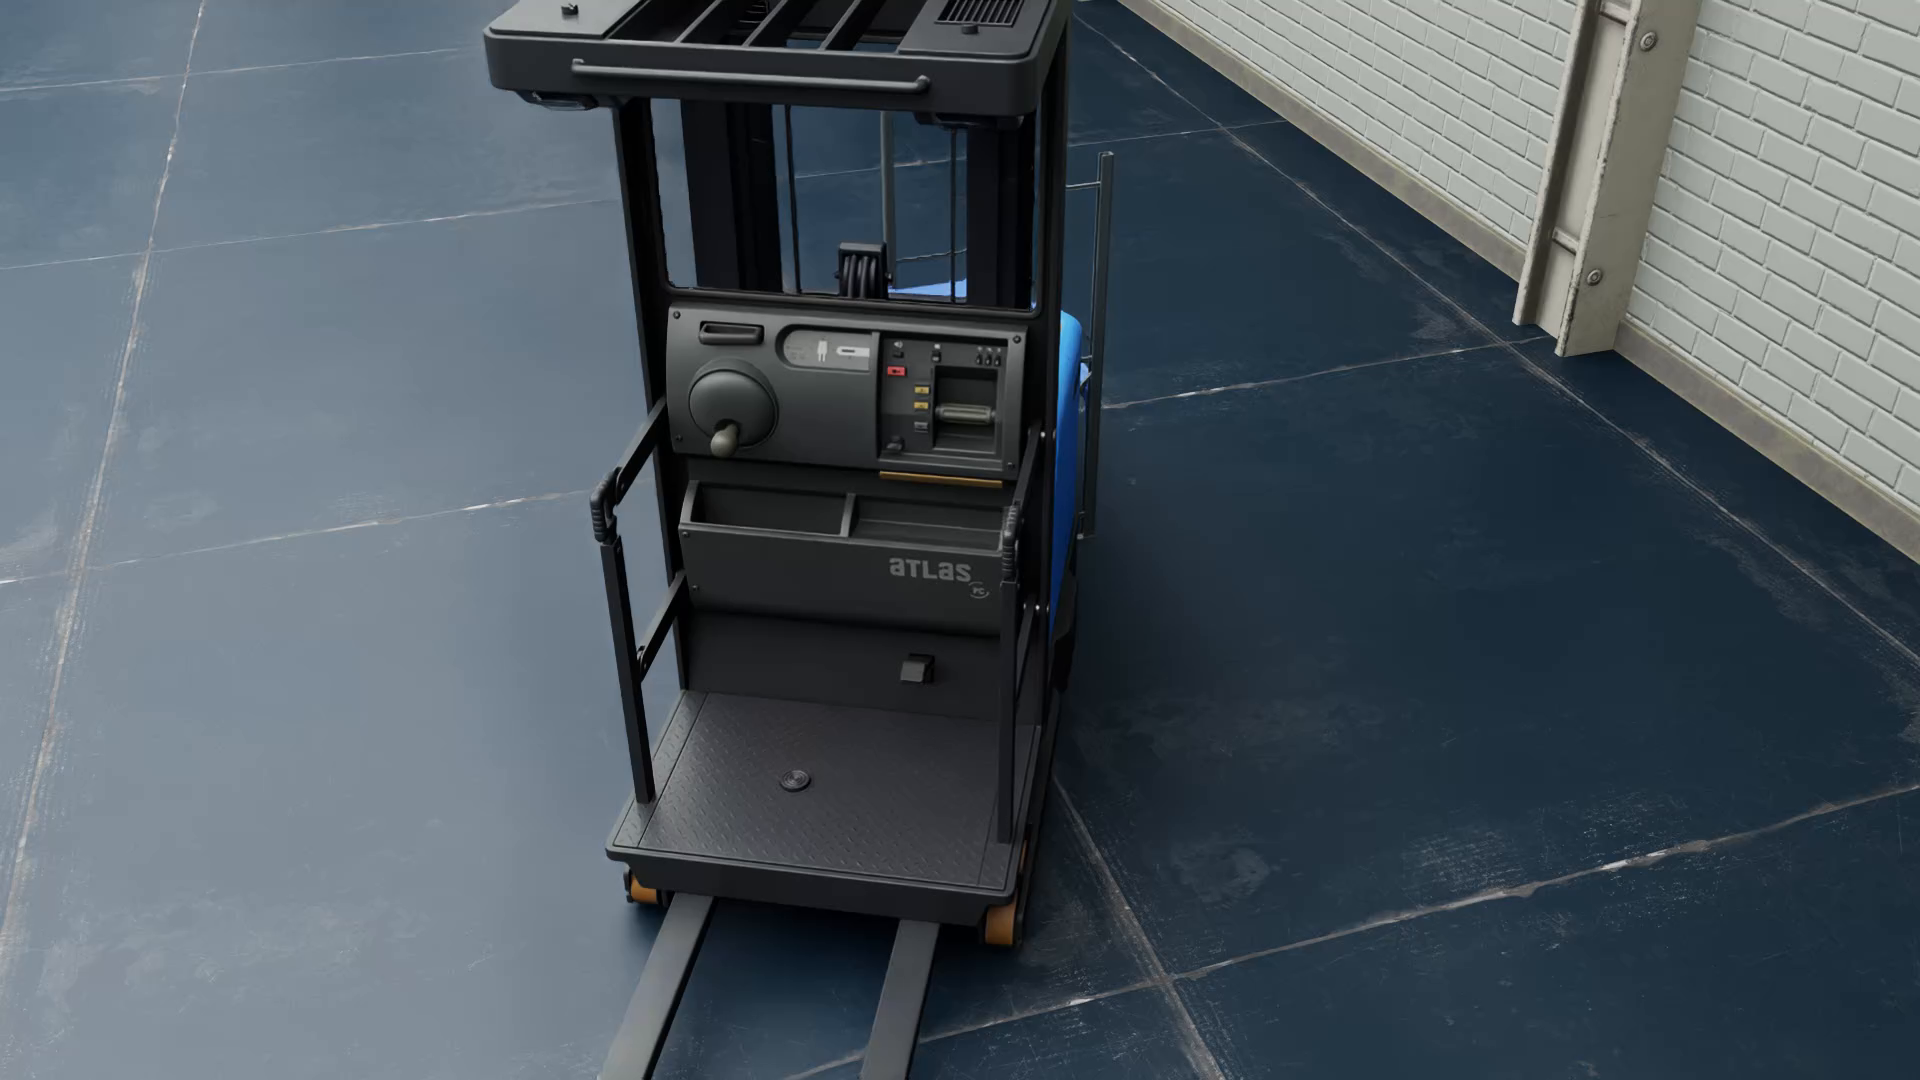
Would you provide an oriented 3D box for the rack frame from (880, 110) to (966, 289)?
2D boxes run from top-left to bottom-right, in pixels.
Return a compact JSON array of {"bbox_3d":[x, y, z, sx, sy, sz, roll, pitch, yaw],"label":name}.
[{"bbox_3d":[-0.056,-1.131,6.602,0.500,1.500,0.032,-10,35,-15],"label":"rack frame"}]

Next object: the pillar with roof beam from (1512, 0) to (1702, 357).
[{"bbox_3d":[-1.303,-3.984,4.116,9.100,9.000,0.400,-10,35,-15],"label":"pillar with roof beam"}]

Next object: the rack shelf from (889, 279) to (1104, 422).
[{"bbox_3d":[0.103,-0.715,6.298,0.538,0.185,1.000,-10,35,-15],"label":"rack shelf"}]

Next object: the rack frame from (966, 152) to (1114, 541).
[{"bbox_3d":[0.263,-0.599,5.796,0.500,1.500,0.032,-10,35,-15],"label":"rack frame"}]

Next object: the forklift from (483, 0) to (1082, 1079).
[{"bbox_3d":[-0.328,-0.323,4.081,1.130,2.935,3.031,5,34,8],"label":"forklift"}]

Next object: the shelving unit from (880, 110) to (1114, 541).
[{"bbox_3d":[0.103,-0.865,6.199,0.538,1.500,1.048,-10,35,-15],"label":"shelving unit"}]
